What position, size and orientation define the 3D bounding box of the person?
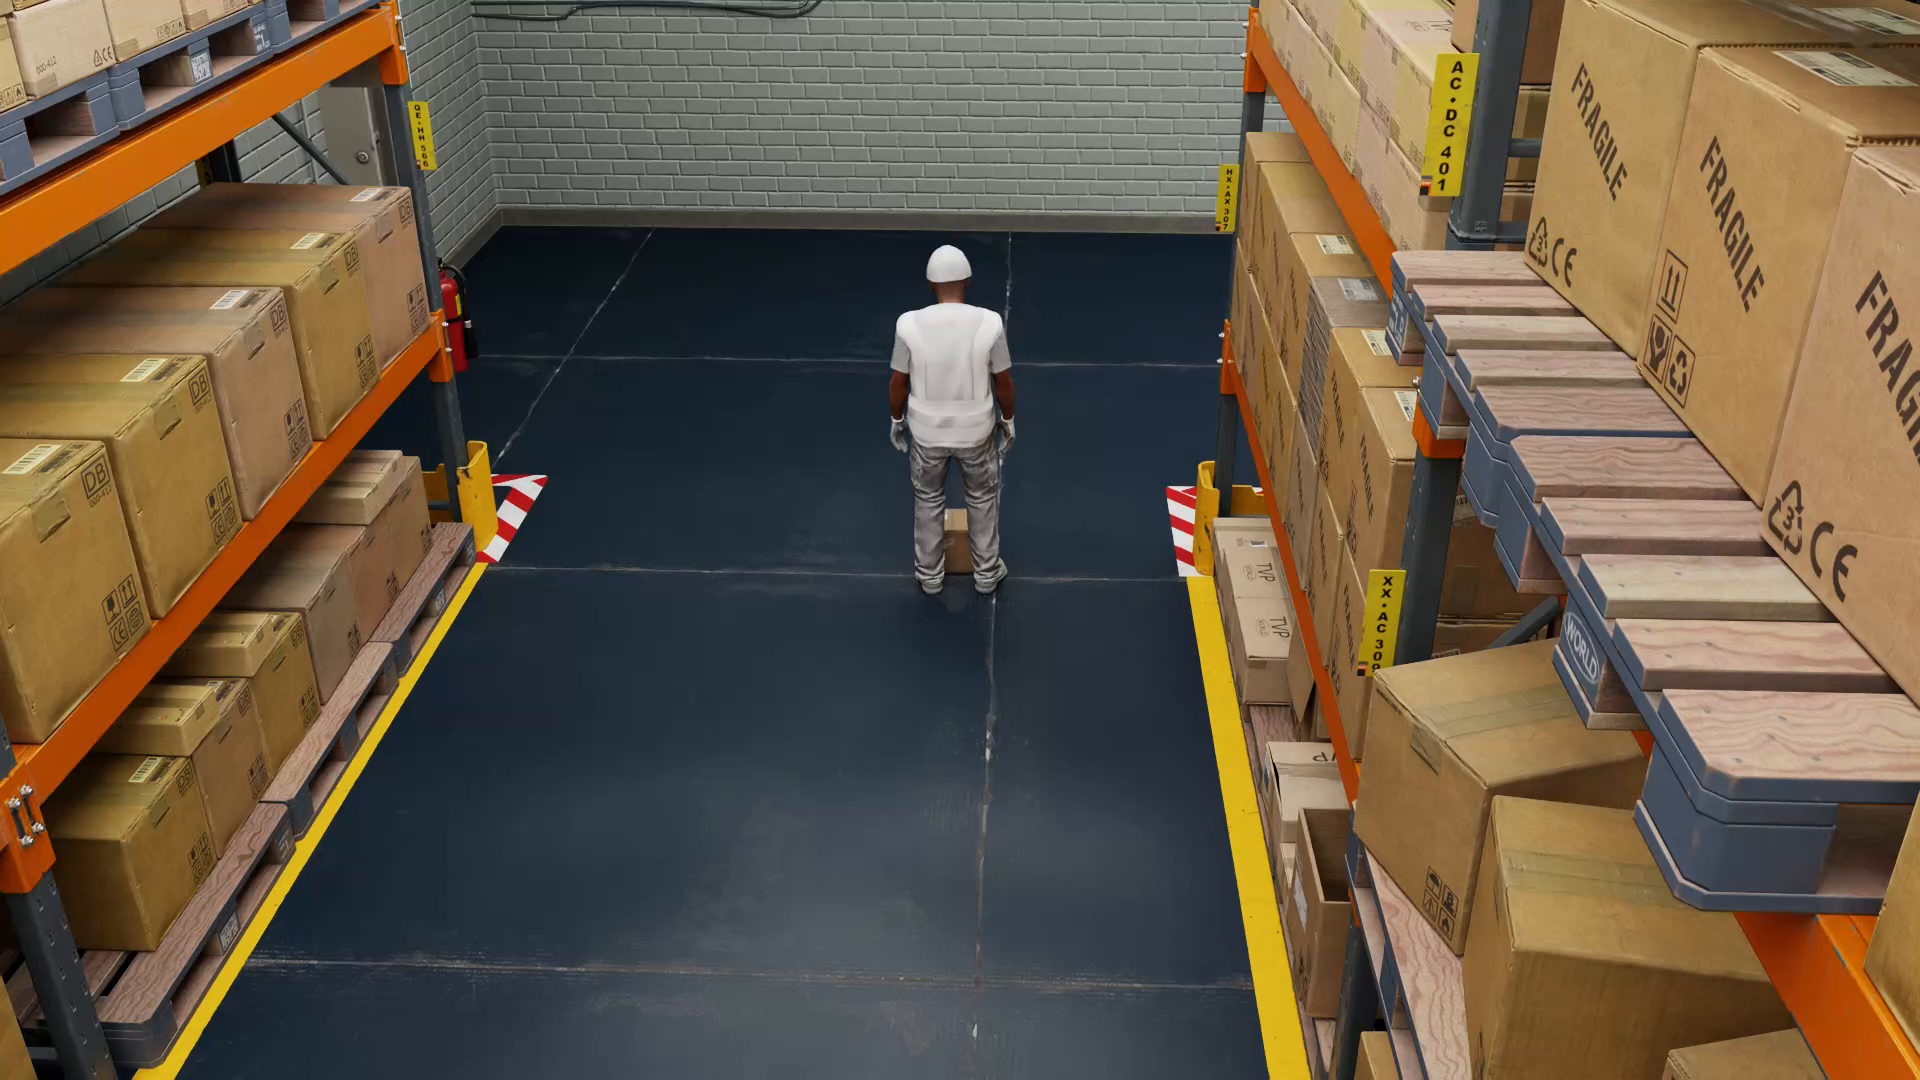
[{"bbox_3d":[-0.035,-0.564,8.183,0.617,1.774,0.450,1,28,2],"label":"person"}]
